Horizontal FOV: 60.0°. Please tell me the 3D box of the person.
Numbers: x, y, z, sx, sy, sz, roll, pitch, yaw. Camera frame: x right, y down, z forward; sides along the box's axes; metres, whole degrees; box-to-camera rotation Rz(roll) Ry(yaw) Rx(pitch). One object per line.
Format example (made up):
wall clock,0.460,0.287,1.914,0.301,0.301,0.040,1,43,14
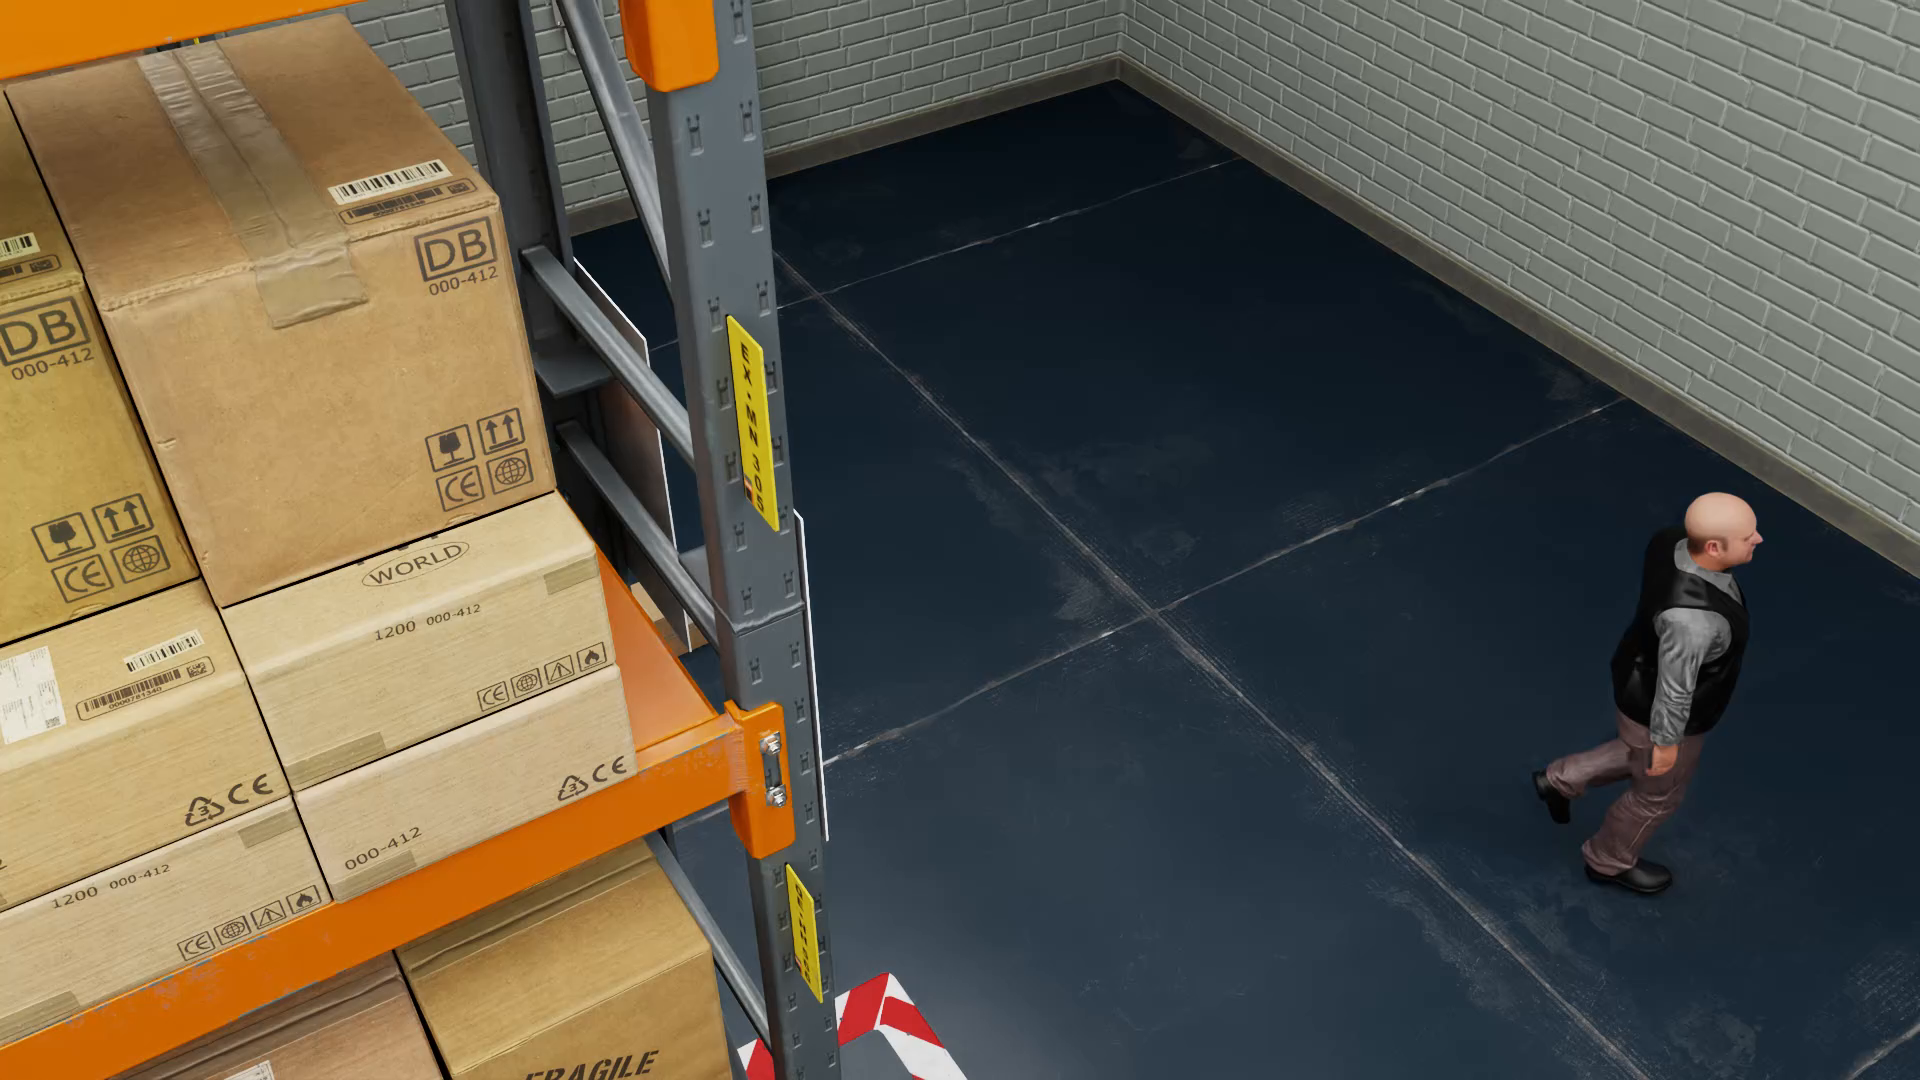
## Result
person,2.311,0.522,5.524,0.539,1.711,0.547,9,41,11
